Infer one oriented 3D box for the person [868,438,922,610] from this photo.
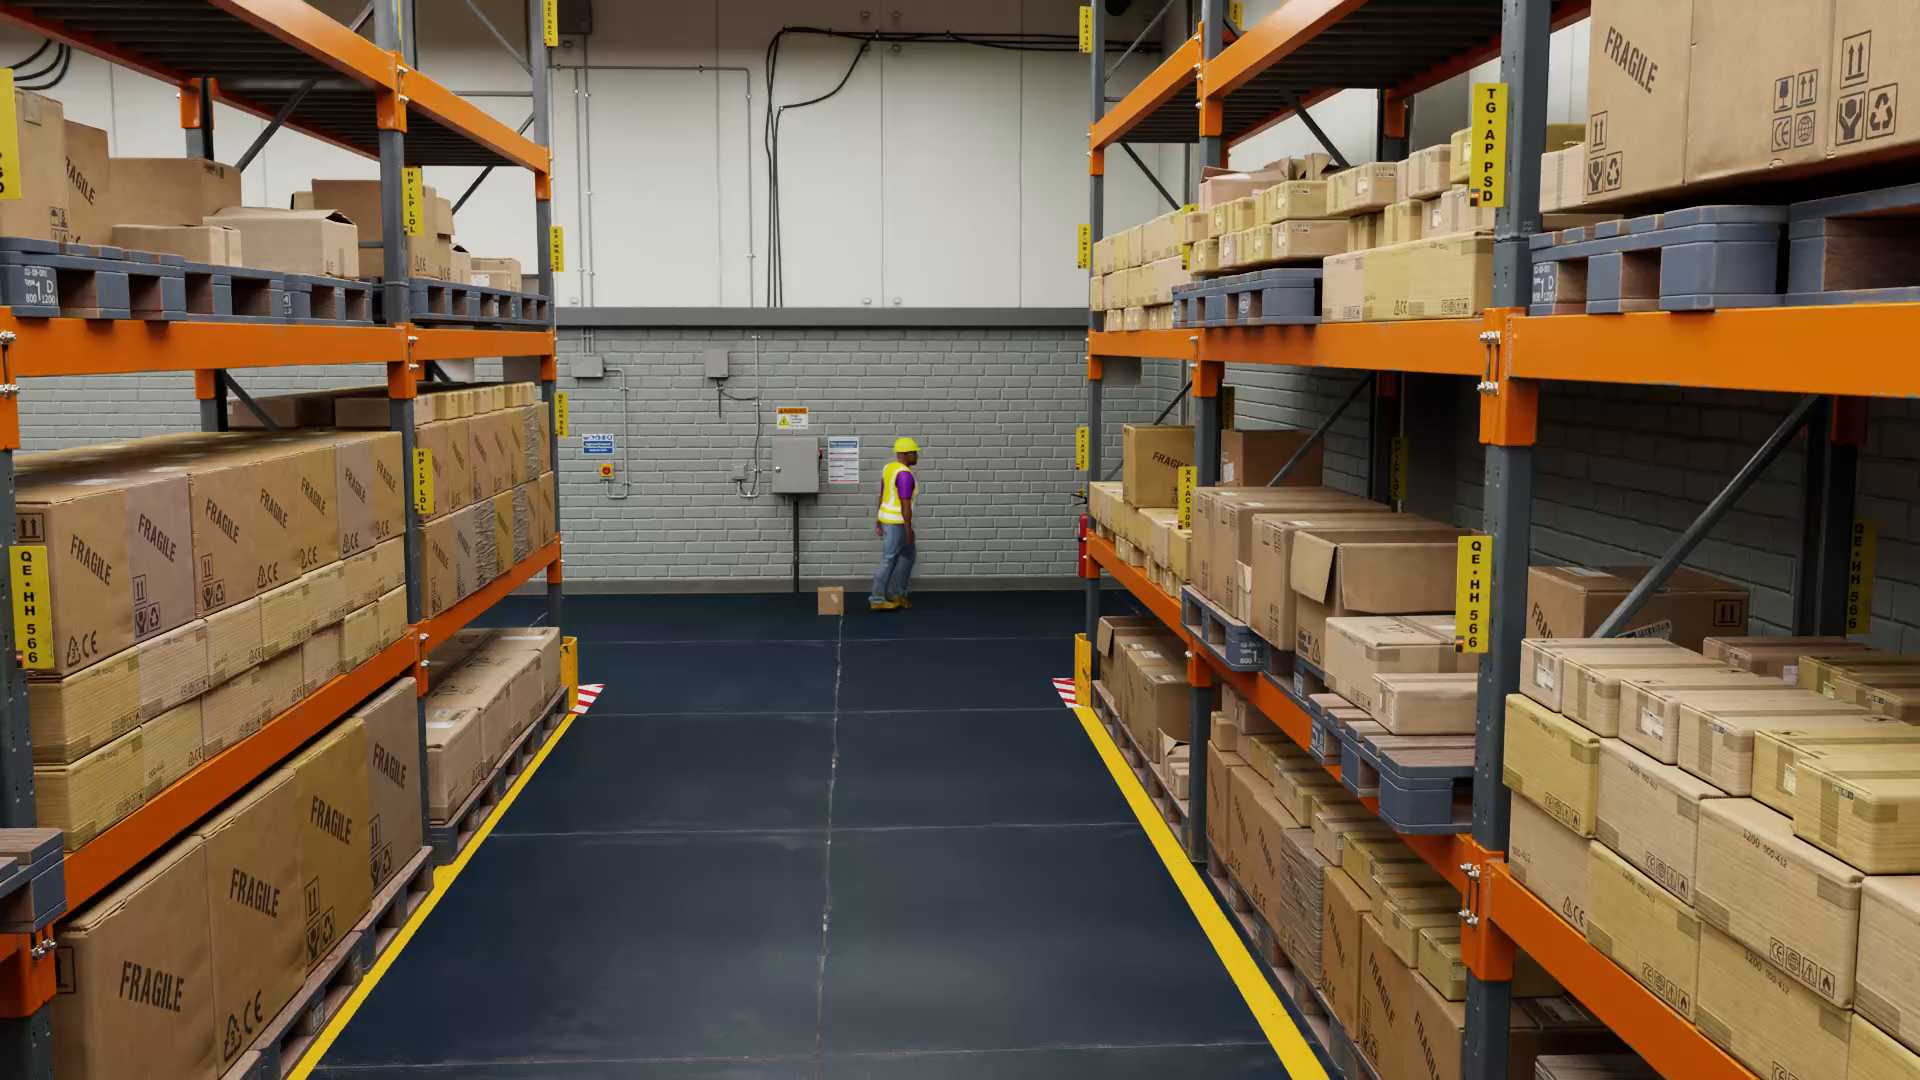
[{"bbox_3d":[-0.662,-0.144,16.886,0.561,1.785,0.607,-2,7,-15],"label":"person"}]
